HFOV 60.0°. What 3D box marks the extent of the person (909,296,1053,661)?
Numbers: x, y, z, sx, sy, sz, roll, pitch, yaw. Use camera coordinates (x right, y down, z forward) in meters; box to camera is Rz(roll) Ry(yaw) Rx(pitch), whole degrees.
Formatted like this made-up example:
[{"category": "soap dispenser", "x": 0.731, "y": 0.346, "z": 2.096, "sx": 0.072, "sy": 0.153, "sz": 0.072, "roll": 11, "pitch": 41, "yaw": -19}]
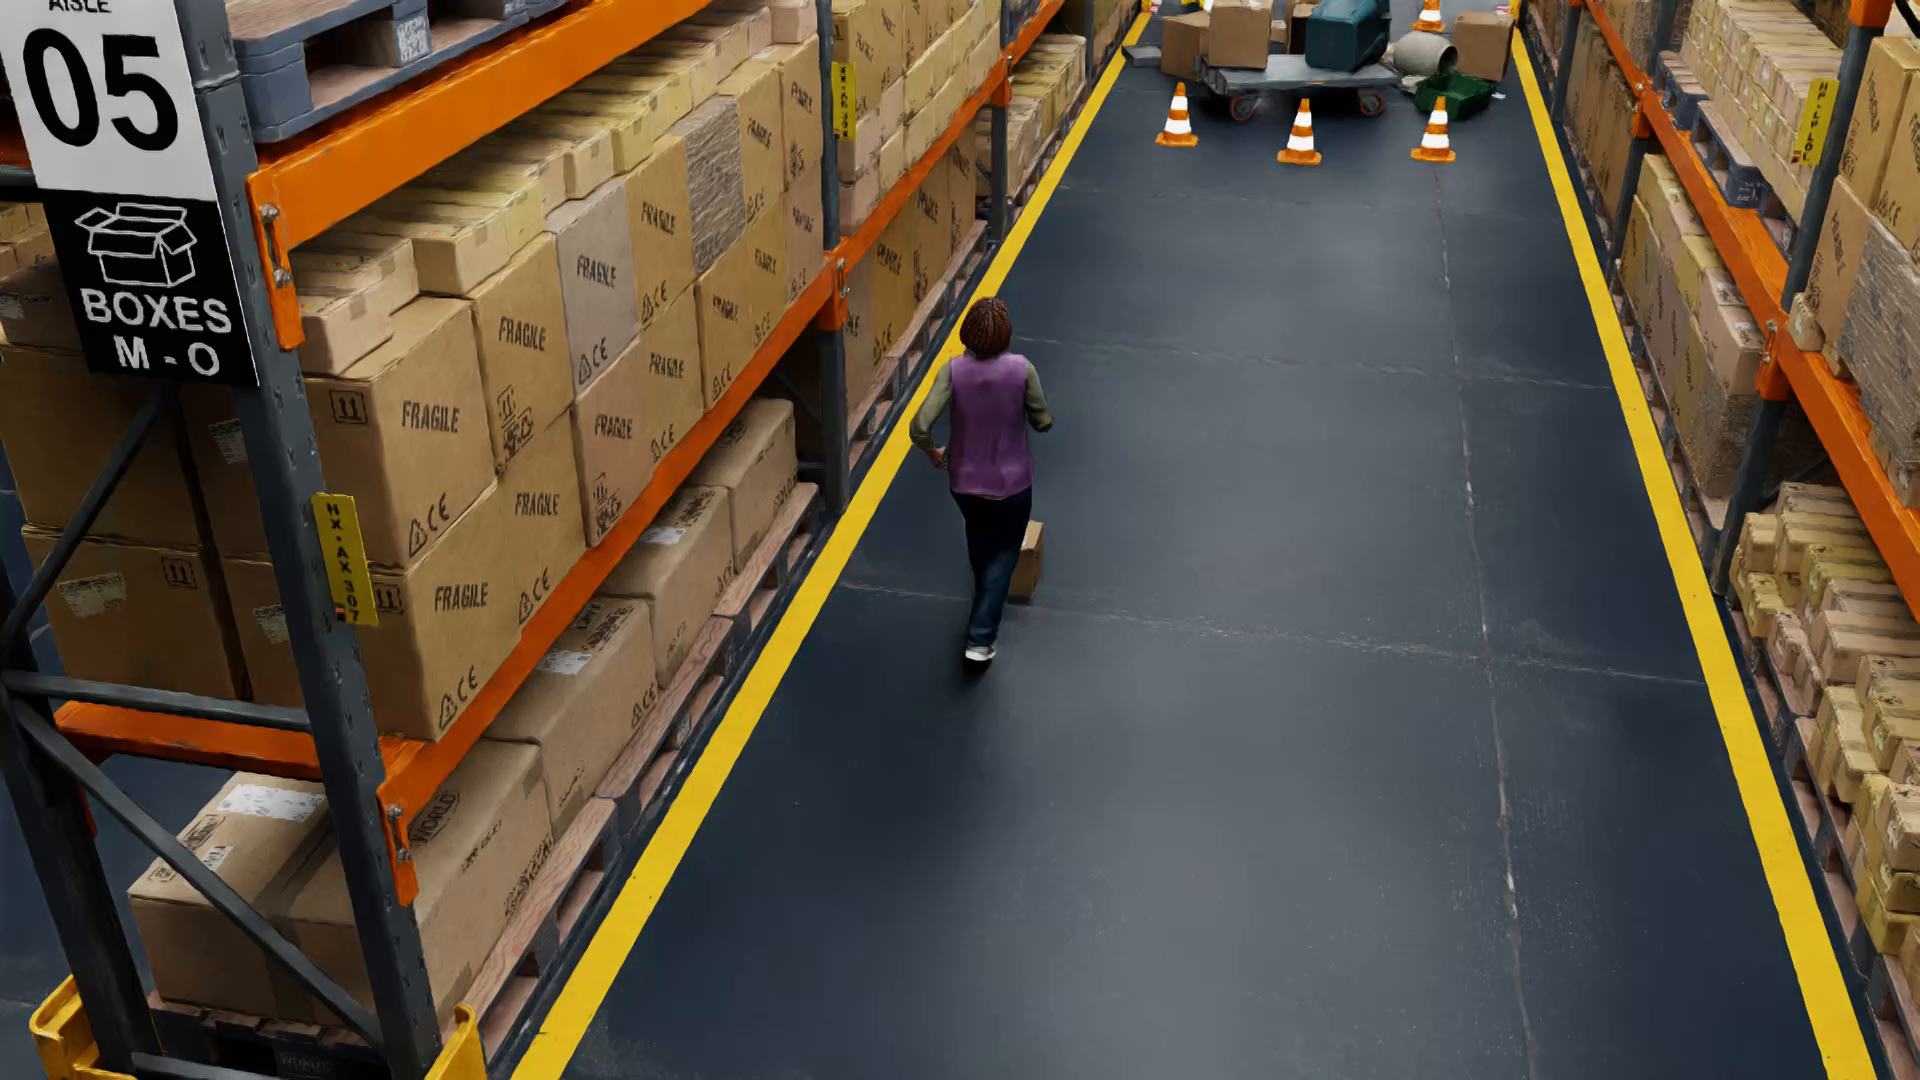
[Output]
[{"category": "person", "x": 0.134, "y": -0.288, "z": 6.649, "sx": 0.502, "sy": 1.562, "sz": 0.755, "roll": 7, "pitch": 30, "yaw": 13}]
